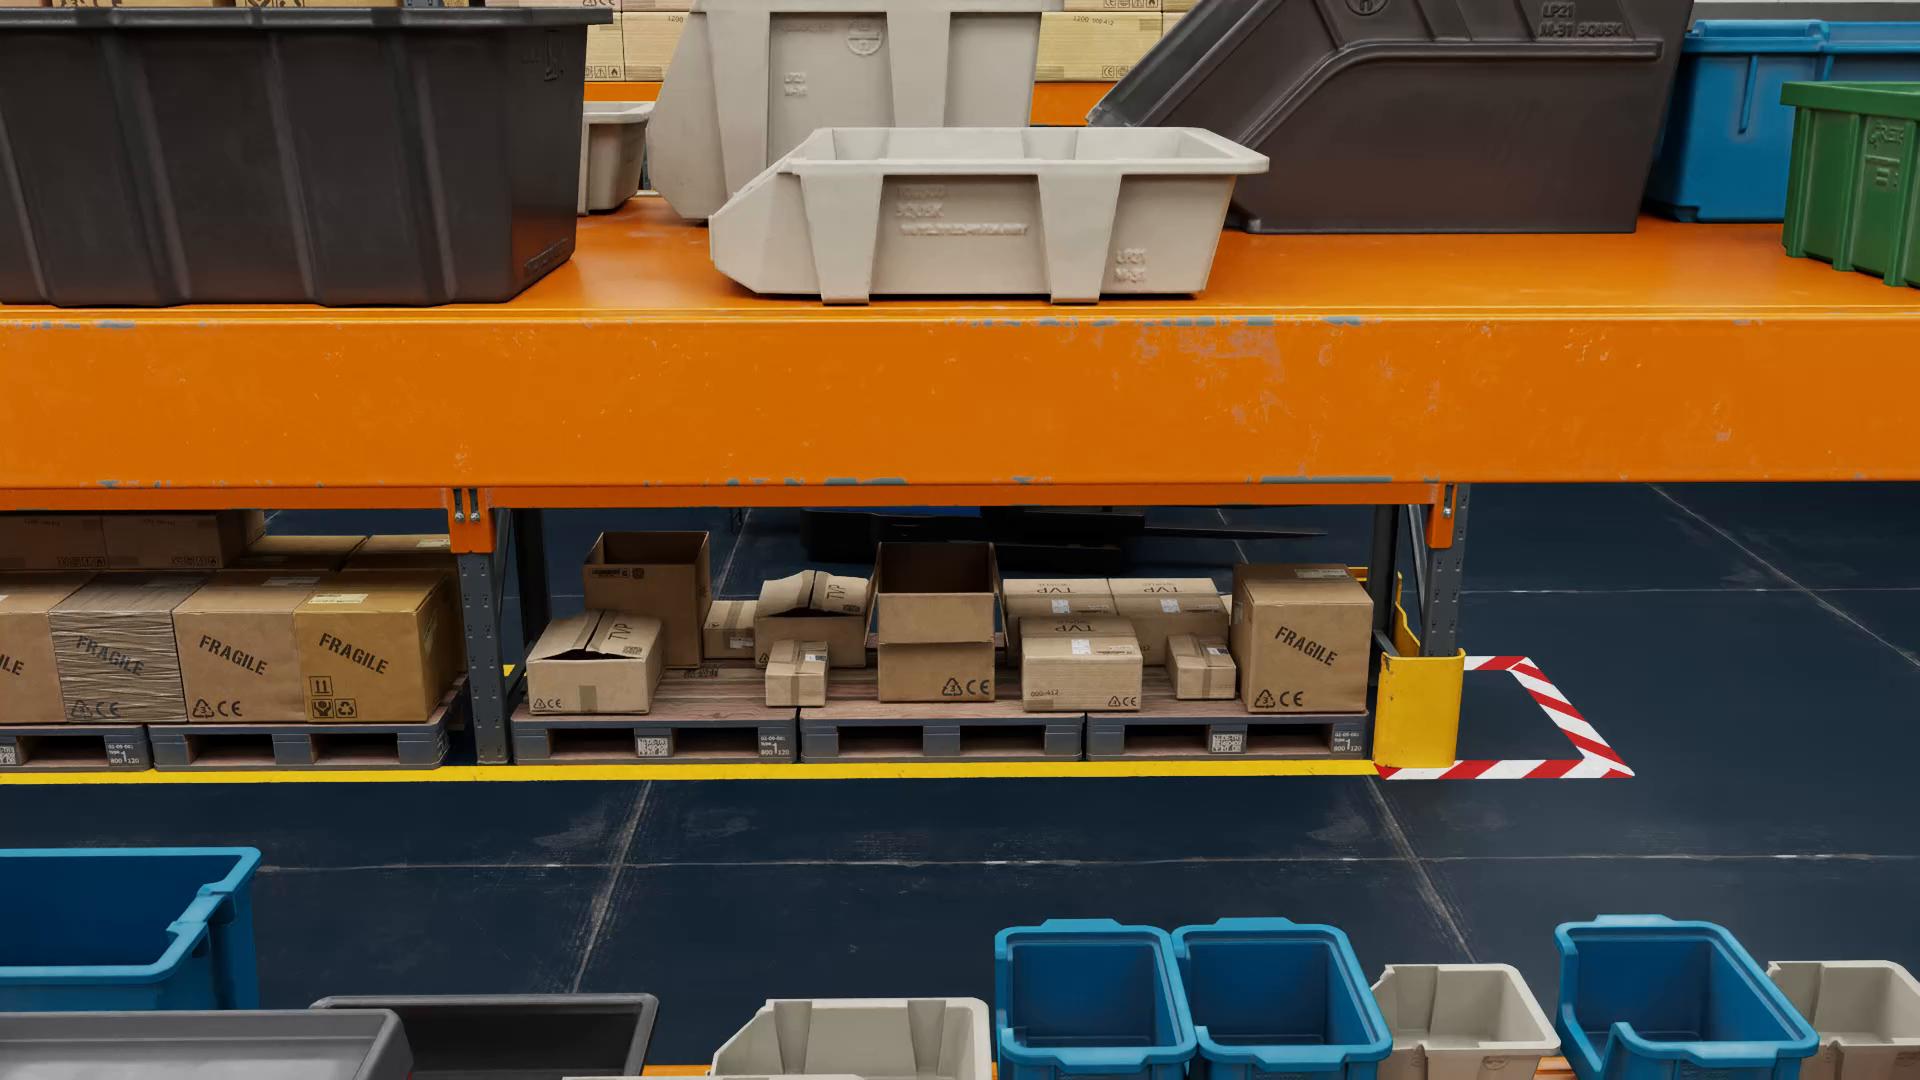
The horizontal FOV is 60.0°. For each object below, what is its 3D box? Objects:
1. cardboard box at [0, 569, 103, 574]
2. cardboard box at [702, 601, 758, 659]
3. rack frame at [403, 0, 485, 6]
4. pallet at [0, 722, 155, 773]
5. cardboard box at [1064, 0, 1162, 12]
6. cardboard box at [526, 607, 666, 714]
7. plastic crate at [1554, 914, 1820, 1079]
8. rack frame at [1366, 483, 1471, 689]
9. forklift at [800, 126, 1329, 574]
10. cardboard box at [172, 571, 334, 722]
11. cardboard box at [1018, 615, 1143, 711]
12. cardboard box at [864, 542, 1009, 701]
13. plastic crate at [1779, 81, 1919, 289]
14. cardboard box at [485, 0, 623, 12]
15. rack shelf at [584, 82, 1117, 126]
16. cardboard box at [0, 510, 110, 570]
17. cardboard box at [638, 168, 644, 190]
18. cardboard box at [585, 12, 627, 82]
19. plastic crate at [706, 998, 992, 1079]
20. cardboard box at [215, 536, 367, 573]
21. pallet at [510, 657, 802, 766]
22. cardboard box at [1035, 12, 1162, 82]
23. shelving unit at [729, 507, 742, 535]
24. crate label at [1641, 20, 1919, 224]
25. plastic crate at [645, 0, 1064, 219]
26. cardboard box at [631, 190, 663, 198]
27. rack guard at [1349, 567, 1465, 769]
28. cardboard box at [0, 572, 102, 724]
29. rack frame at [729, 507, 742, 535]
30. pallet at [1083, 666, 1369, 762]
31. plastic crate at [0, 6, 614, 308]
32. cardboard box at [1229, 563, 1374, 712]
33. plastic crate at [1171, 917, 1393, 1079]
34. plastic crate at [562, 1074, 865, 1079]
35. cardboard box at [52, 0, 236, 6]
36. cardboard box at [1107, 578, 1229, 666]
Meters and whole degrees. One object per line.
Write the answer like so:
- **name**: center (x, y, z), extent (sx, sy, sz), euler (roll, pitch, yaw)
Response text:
- **cardboard box**: center (-4.020, 0.295, 7.589), extent (0.500, 0.500, 0.500), euler (-1, 18, -3)
- **cardboard box**: center (-1.055, 0.417, 7.785), extent (0.250, 0.149, 0.380), euler (0, 18, -1)
- **rack frame**: center (-1.994, -3.478, 6.159), extent (0.127, 3.000, 1.000), euler (0, 18, -1)
- **pallet**: center (-4.030, 0.728, 7.432), extent (1.213, 0.211, 1.003), euler (0, 18, -1)
- **cardboard box**: center (0.496, -2.152, 6.362), extent (0.500, 0.250, 0.500), euler (0, 18, -1)
- **cardboard box**: center (-1.571, 0.513, 7.219), extent (0.500, 0.311, 0.500), euler (0, 18, -1)
- **plastic crate**: center (1.169, 0.827, 2.736), extent (0.300, 0.233, 0.416), euler (0, 18, -1)
- **rack frame**: center (2.005, -0.641, 7.136), extent (0.127, 3.000, 1.000), euler (0, 18, -1)
- **forklift**: center (0.625, -1.372, 9.528), extent (3.031, 2.935, 1.130), euler (2, 18, 7)
- **cardboard box**: center (-2.978, 0.449, 7.110), extent (0.500, 0.500, 0.500), euler (0, 18, -1)
- **cardboard box**: center (0.515, 0.532, 7.260), extent (0.500, 0.250, 0.500), euler (0, 18, -1)
- **cardboard box**: center (-0.116, 0.347, 7.423), extent (0.637, 0.503, 0.797), euler (0, 18, -1)
- **plastic crate**: center (1.098, -0.364, 1.707), extent (0.336, 0.188, 0.450), euler (0, 18, -1)
- **cardboard box**: center (-1.504, -2.143, 6.334), extent (0.500, 0.250, 0.500), euler (0, 18, -1)
- **rack shelf**: center (0.005, -1.717, 6.757), extent (4.000, 0.370, 1.077), euler (0, 18, -1)
- **cardboard box**: center (-3.983, -0.063, 7.477), extent (0.500, 0.250, 0.500), euler (-1, 18, -2)
- **cardboard box**: center (-2.540, -2.408, 11.961), extent (0.500, 0.500, 0.500), euler (-1, 18, -3)
- **cardboard box**: center (-1.504, -1.905, 6.412), extent (0.500, 0.250, 0.500), euler (0, 18, -1)
- **plastic crate**: center (-0.183, 0.888, 2.703), extent (0.466, 0.136, 0.293), euler (0, 18, -1)
- **cardboard box**: center (-3.015, 0.293, 7.596), extent (0.500, 0.500, 0.500), euler (0, 18, 0)
- **pallet**: center (-1.308, 0.703, 7.511), extent (1.213, 0.211, 1.003), euler (0, 18, -1)
- **cardboard box**: center (0.496, -1.910, 6.424), extent (0.500, 0.250, 0.500), euler (0, 18, -1)
- **shelving unit**: center (-1.139, -0.631, 10.050), extent (0.503, 1.200, 0.258), euler (2, 18, 7)
- **crate label**: center (1.152, -0.580, 2.278), extent (0.502, 0.251, 0.408), euler (0, 18, -1)
- **plastic crate**: center (-0.141, -0.584, 2.240), extent (0.530, 0.282, 0.437), euler (0, 18, -1)
- **cardboard box**: center (-1.493, -1.227, 7.161), extent (0.500, 0.500, 0.500), euler (0, 18, -1)
- **rack guard**: center (1.929, 0.549, 7.516), extent (0.348, 0.500, 1.175), euler (0, 18, -1)
- **cardboard box**: center (-3.987, 0.454, 7.093), extent (0.500, 0.500, 0.500), euler (-1, 18, -3)
- **rack frame**: center (-1.381, -0.640, 10.078), extent (0.015, 1.200, 0.240), euler (2, 18, 7)
- **pallet**: center (1.132, 0.691, 7.547), extent (1.213, 0.211, 1.003), euler (0, 18, -1)
- **plastic crate**: center (-0.673, -0.397, 1.679), extent (0.590, 0.269, 0.497), euler (0, 18, -1)
- **cardboard box**: center (1.465, 0.417, 7.207), extent (0.500, 0.500, 0.500), euler (0, 18, -1)
- **plastic crate**: center (0.511, 0.830, 2.726), extent (0.300, 0.233, 0.416), euler (0, 18, -1)
- **plastic crate**: center (-0.390, 0.968, 2.216), extent (0.530, 0.282, 0.437), euler (0, 18, -1)
- **cardboard box**: center (-3.167, -2.355, 6.553), extent (0.600, 0.600, 0.600), euler (0, 18, -1)
- **cardboard box**: center (0.957, 0.377, 7.743), extent (0.500, 0.250, 0.500), euler (0, 18, -1)
